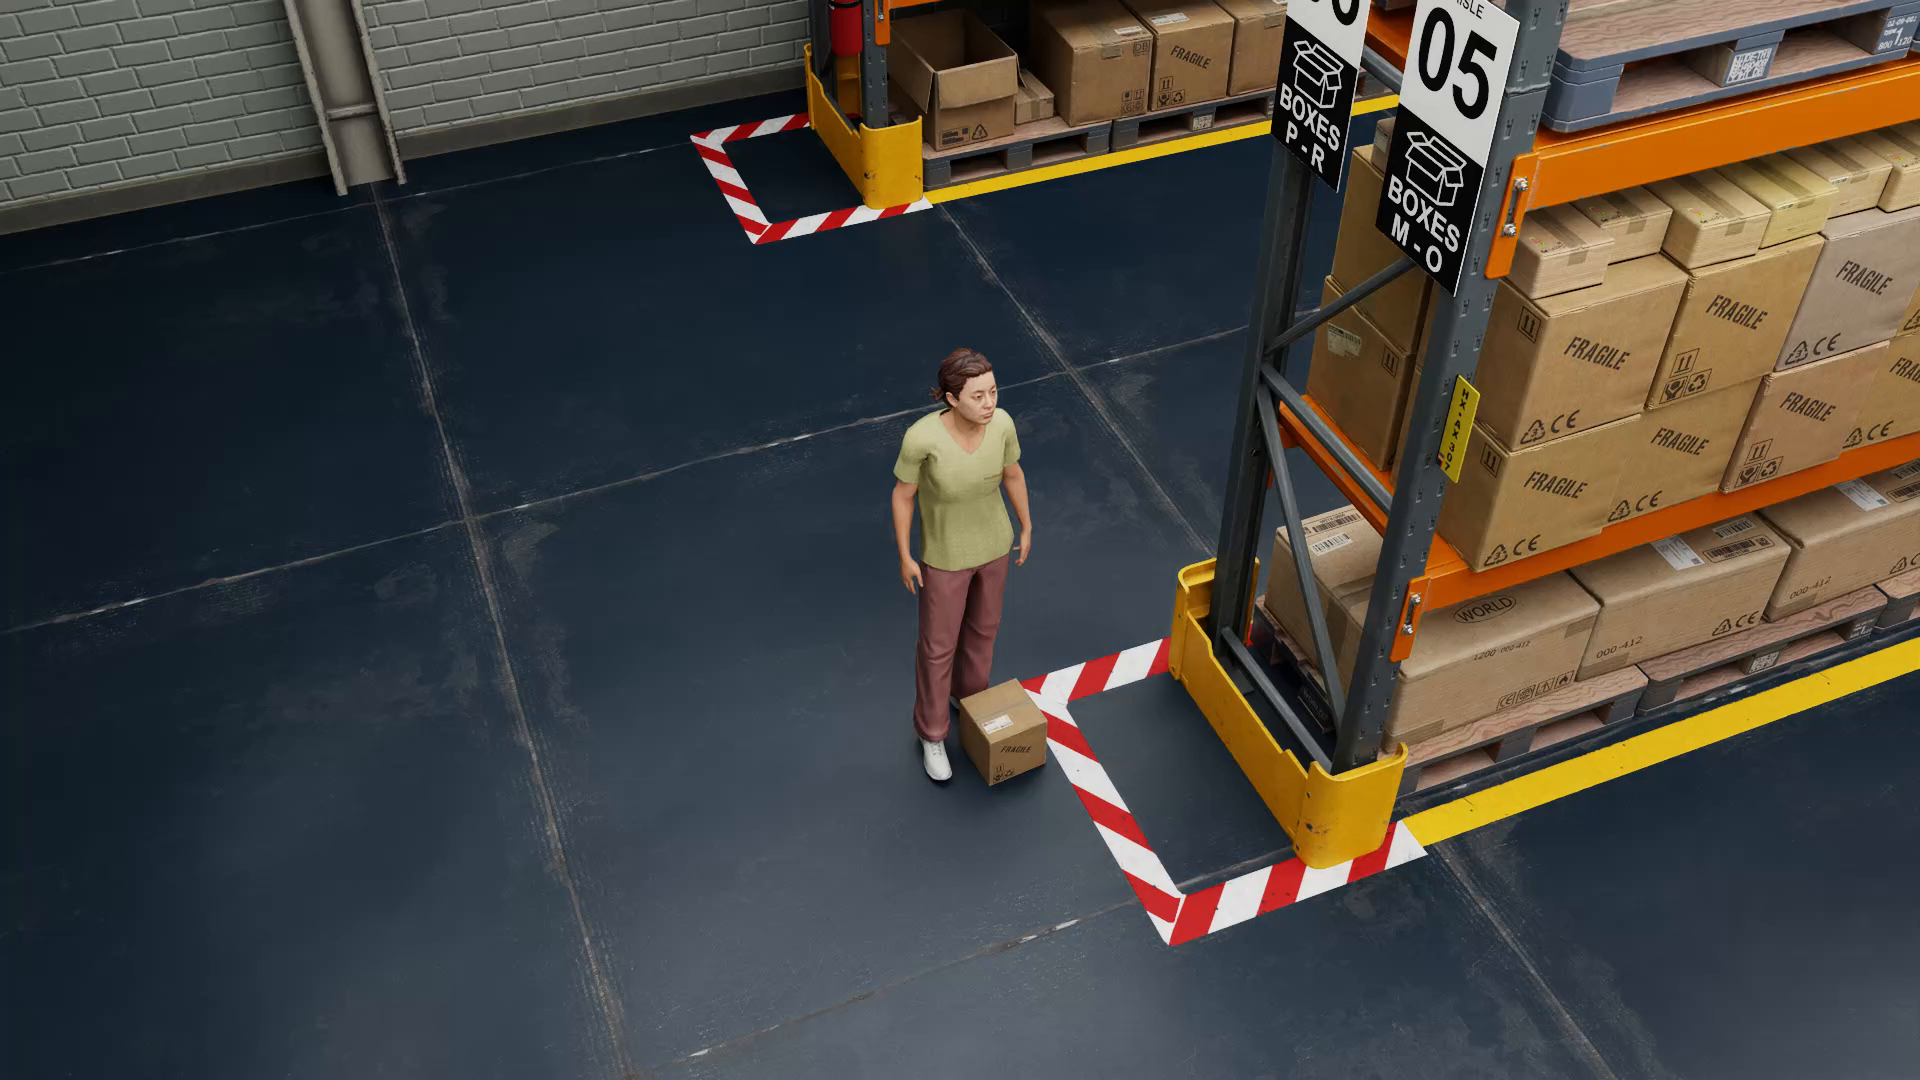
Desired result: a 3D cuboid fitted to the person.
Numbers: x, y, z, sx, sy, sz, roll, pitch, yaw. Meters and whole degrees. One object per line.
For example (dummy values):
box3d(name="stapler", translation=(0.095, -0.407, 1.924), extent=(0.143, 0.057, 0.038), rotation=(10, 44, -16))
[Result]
box3d(name="person", translation=(0.040, 0.082, 6.055), extent=(0.552, 1.674, 0.548), rotation=(-17, 45, -18))
